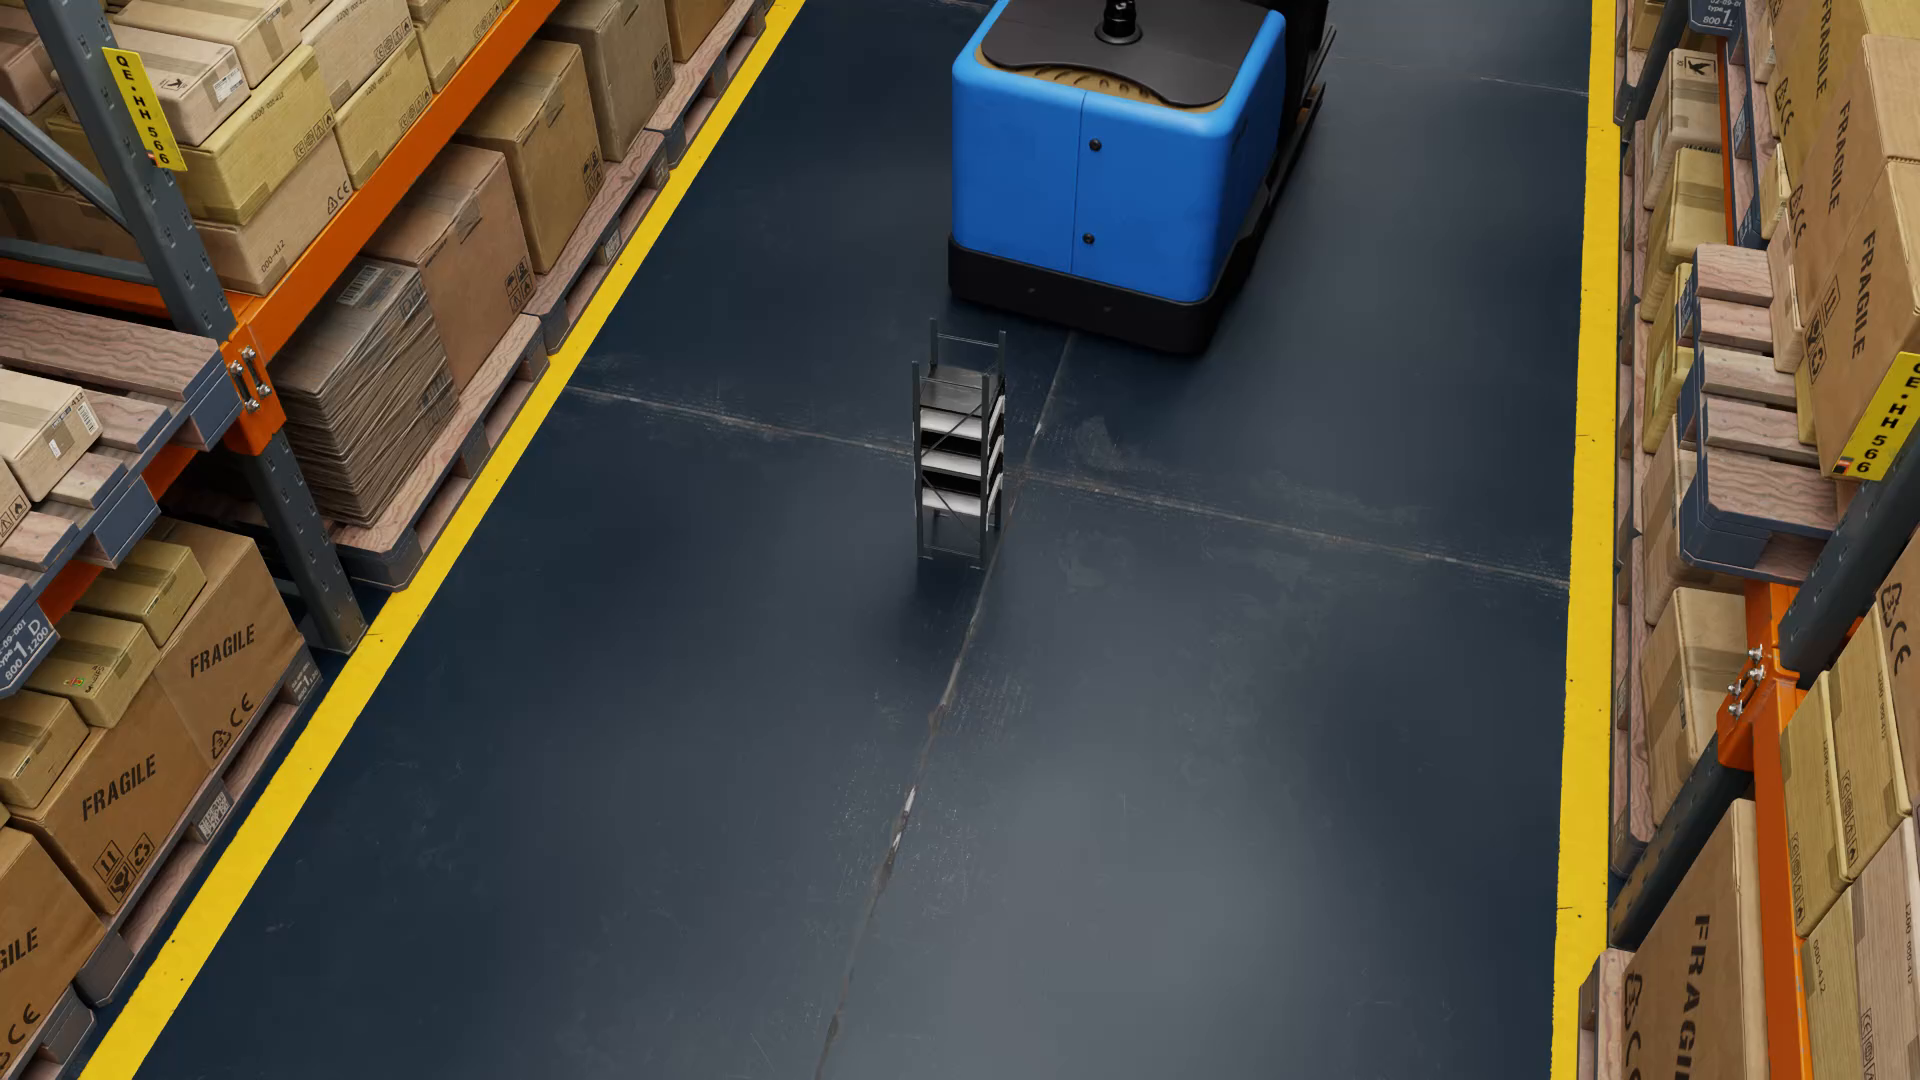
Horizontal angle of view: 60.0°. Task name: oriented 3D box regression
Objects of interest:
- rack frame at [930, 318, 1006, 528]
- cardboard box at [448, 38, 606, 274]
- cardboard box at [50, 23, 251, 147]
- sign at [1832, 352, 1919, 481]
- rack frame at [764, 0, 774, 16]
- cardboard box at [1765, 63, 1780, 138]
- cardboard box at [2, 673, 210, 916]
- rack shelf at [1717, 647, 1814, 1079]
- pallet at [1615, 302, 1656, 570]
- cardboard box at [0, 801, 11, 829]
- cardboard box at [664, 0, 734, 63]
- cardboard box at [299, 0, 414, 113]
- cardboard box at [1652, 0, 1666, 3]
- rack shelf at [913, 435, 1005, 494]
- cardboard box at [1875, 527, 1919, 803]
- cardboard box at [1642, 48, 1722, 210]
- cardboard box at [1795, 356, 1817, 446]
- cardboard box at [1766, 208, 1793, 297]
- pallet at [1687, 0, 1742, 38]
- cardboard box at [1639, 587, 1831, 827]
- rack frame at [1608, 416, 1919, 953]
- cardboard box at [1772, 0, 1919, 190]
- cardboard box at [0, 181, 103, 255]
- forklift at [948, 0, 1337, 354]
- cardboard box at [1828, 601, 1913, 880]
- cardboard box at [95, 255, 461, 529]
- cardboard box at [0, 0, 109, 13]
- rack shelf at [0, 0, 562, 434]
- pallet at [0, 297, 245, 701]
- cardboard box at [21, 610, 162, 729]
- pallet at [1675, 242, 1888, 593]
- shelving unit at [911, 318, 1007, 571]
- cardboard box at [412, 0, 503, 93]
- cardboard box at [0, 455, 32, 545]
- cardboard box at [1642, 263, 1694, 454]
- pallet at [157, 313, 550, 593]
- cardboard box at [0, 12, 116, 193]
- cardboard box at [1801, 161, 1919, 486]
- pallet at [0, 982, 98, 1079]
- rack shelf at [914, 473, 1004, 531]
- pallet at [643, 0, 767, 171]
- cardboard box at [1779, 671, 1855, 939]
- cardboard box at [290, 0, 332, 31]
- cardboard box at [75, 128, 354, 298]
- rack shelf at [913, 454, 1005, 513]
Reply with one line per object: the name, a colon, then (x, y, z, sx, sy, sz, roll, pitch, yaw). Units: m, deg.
rack frame: (0.025, -0.365, 5.472, 0.240, 0.900, 0.006, 12, 50, 10)
cardboard box: (-1.931, -1.518, 6.393, 0.875, 0.625, 0.625, 10, 49, 8)
cardboard box: (-2.082, -1.175, 4.287, 0.380, 0.149, 0.250, 13, 50, 11)
sign: (1.814, -0.236, 3.238, 0.100, 0.325, 0.005, 12, 50, 10)
rack frame: (-1.397, -3.648, 6.969, 1.000, 3.000, 0.127, 12, 50, 10)
cardboard box: (2.531, -1.254, 4.744, 0.380, 0.149, 0.250, 10, 49, 9)
cardboard box: (-2.495, 0.641, 4.571, 0.500, 0.500, 0.500, 11, 49, 9)
rack shelf: (1.814, 1.906, 2.547, 1.077, 0.370, 4.000, 12, 50, 10)
pallet: (2.870, -0.300, 5.874, 1.003, 0.211, 1.213, 12, 50, 10)
cardboard box: (-2.602, 0.693, 4.092, 0.380, 0.149, 0.250, 13, 50, 11)
cardboard box: (-1.523, -2.622, 7.367, 0.875, 0.625, 0.625, 14, 50, 12)
cardboard box: (-1.964, -1.506, 4.845, 0.500, 0.250, 0.500, 13, 50, 11)
cardboard box: (3.290, -2.630, 7.124, 0.500, 0.500, 0.500, 11, 49, 10)
rack shelf: (-0.002, -0.270, 5.432, 0.258, 0.077, 0.200, 12, 50, 10)
cardboard box: (1.974, 0.166, 2.869, 0.500, 0.500, 0.500, 10, 49, 9)
cardboard box: (3.257, -1.561, 6.600, 0.950, 0.372, 0.625, 12, 50, 11)
cardboard box: (2.200, -0.326, 3.925, 0.380, 0.149, 0.250, 12, 50, 11)
cardboard box: (2.297, -0.698, 4.252, 0.380, 0.149, 0.250, 9, 49, 8)
pallet: (3.051, -2.084, 5.717, 1.003, 0.211, 1.213, 12, 50, 10)
cardboard box: (2.498, 0.545, 4.740, 0.950, 0.372, 0.625, 9, 49, 7)
rack frame: (2.340, 0.222, 3.554, 1.000, 3.000, 0.127, 12, 50, 10)
cardboard box: (2.449, -1.174, 4.240, 0.500, 0.500, 0.500, 9, 49, 7)
cardboard box: (-2.578, -1.081, 4.804, 0.500, 0.250, 0.500, 11, 49, 9)
forklift: (0.970, -2.801, 6.267, 1.130, 2.935, 3.031, 17, 51, 14)
cardboard box: (1.968, 0.424, 3.142, 0.500, 0.250, 0.500, 11, 50, 10)
cardboard box: (-2.272, -0.557, 5.545, 0.875, 0.625, 0.625, 13, 50, 11)
cardboard box: (-2.598, -1.490, 4.565, 0.380, 0.149, 0.250, 13, 50, 11)
rack shelf: (-1.923, -1.964, 5.962, 1.077, 0.370, 4.000, 12, 50, 10)
pallet: (-2.560, -0.188, 4.043, 1.213, 0.211, 1.003, 12, 50, 10)
cardboard box: (-2.377, 0.329, 4.413, 0.380, 0.149, 0.250, 9, 49, 8)
pallet: (2.425, -0.251, 4.099, 1.213, 0.211, 1.003, 12, 50, 10)
shelving unit: (-0.002, -0.292, 5.407, 0.258, 0.900, 0.210, 12, 50, 10)
cardboard box: (-1.831, -1.715, 5.363, 0.500, 0.250, 0.500, 10, 49, 9)
cardboard box: (-2.415, -0.018, 3.585, 0.500, 0.250, 0.500, 9, 49, 8)
cardboard box: (2.890, -0.537, 5.696, 0.950, 0.372, 0.625, 13, 50, 11)
pallet: (-2.195, -0.420, 5.980, 1.003, 0.211, 1.213, 12, 50, 10)
cardboard box: (-2.600, -1.251, 4.620, 0.500, 0.250, 0.500, 13, 50, 11)
cardboard box: (2.191, -0.433, 3.586, 0.500, 0.500, 0.500, 10, 49, 9)
pallet: (-3.006, 1.580, 4.215, 1.003, 0.211, 1.213, 12, 50, 10)
rack shelf: (-0.002, -0.151, 5.567, 0.258, 0.077, 0.200, 12, 50, 10)
pallet: (-1.553, -2.185, 7.538, 1.003, 0.211, 1.213, 12, 50, 10)
cardboard box: (1.968, 0.576, 3.341, 0.500, 0.250, 0.500, 11, 49, 9)
cardboard box: (-1.970, -1.560, 4.627, 0.380, 0.149, 0.250, 13, 50, 11)
cardboard box: (-2.097, -0.978, 4.713, 0.500, 0.250, 0.500, 12, 50, 10)
rack shelf: (-0.002, -0.210, 5.500, 0.258, 0.077, 0.200, 12, 50, 10)
